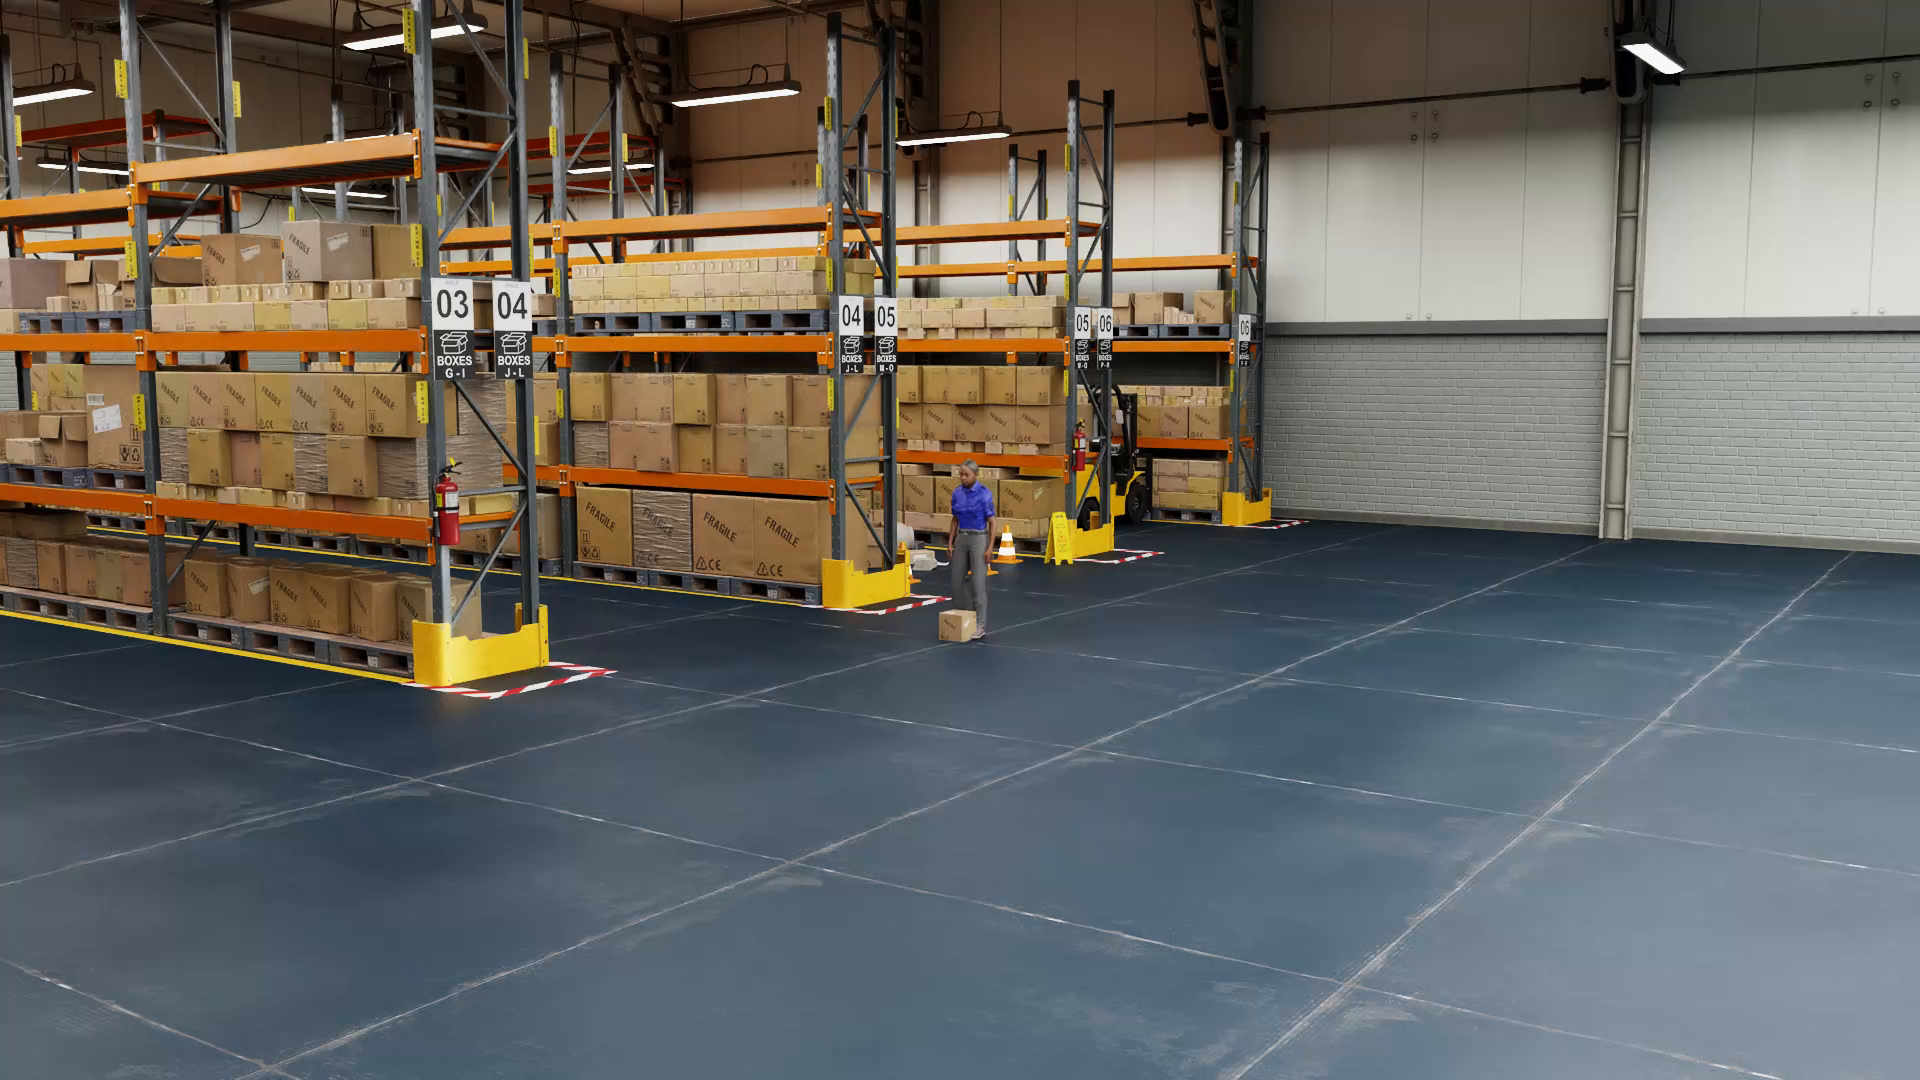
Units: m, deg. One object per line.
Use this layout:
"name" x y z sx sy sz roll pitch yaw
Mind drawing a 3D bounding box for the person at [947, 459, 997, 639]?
"person" 0.086 0.072 15.392 0.512 1.654 0.392 4 8 33
